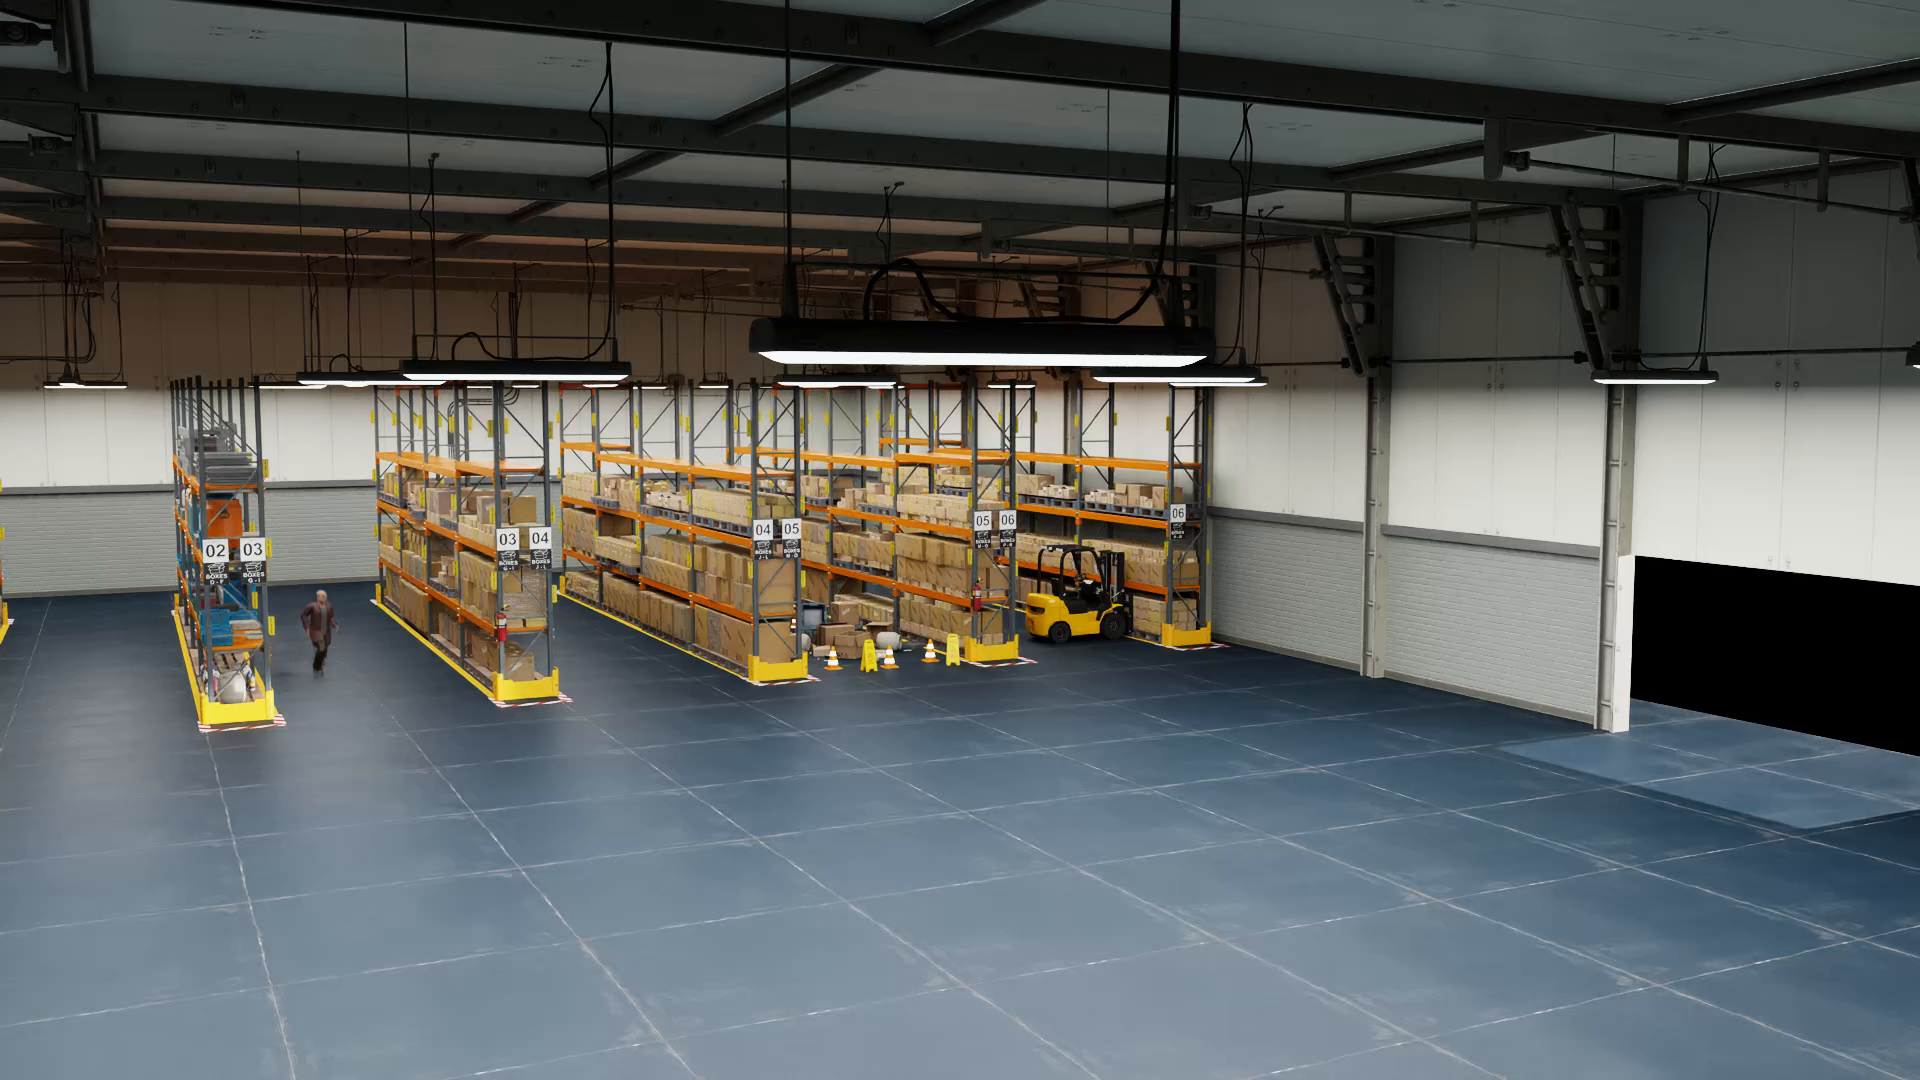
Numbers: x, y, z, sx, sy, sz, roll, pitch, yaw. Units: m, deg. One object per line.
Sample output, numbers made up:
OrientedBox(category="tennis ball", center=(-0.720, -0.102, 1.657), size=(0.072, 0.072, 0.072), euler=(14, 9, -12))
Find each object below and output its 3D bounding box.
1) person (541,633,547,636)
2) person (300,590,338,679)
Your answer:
OrientedBox(category="person", center=(-9.996, 1.350, 39.036), size=(1.009, 1.756, 0.642), euler=(5, 7, 44))
OrientedBox(category="person", center=(-12.822, 1.911, 33.329), size=(0.863, 1.825, 0.626), euler=(4, 6, 37))
